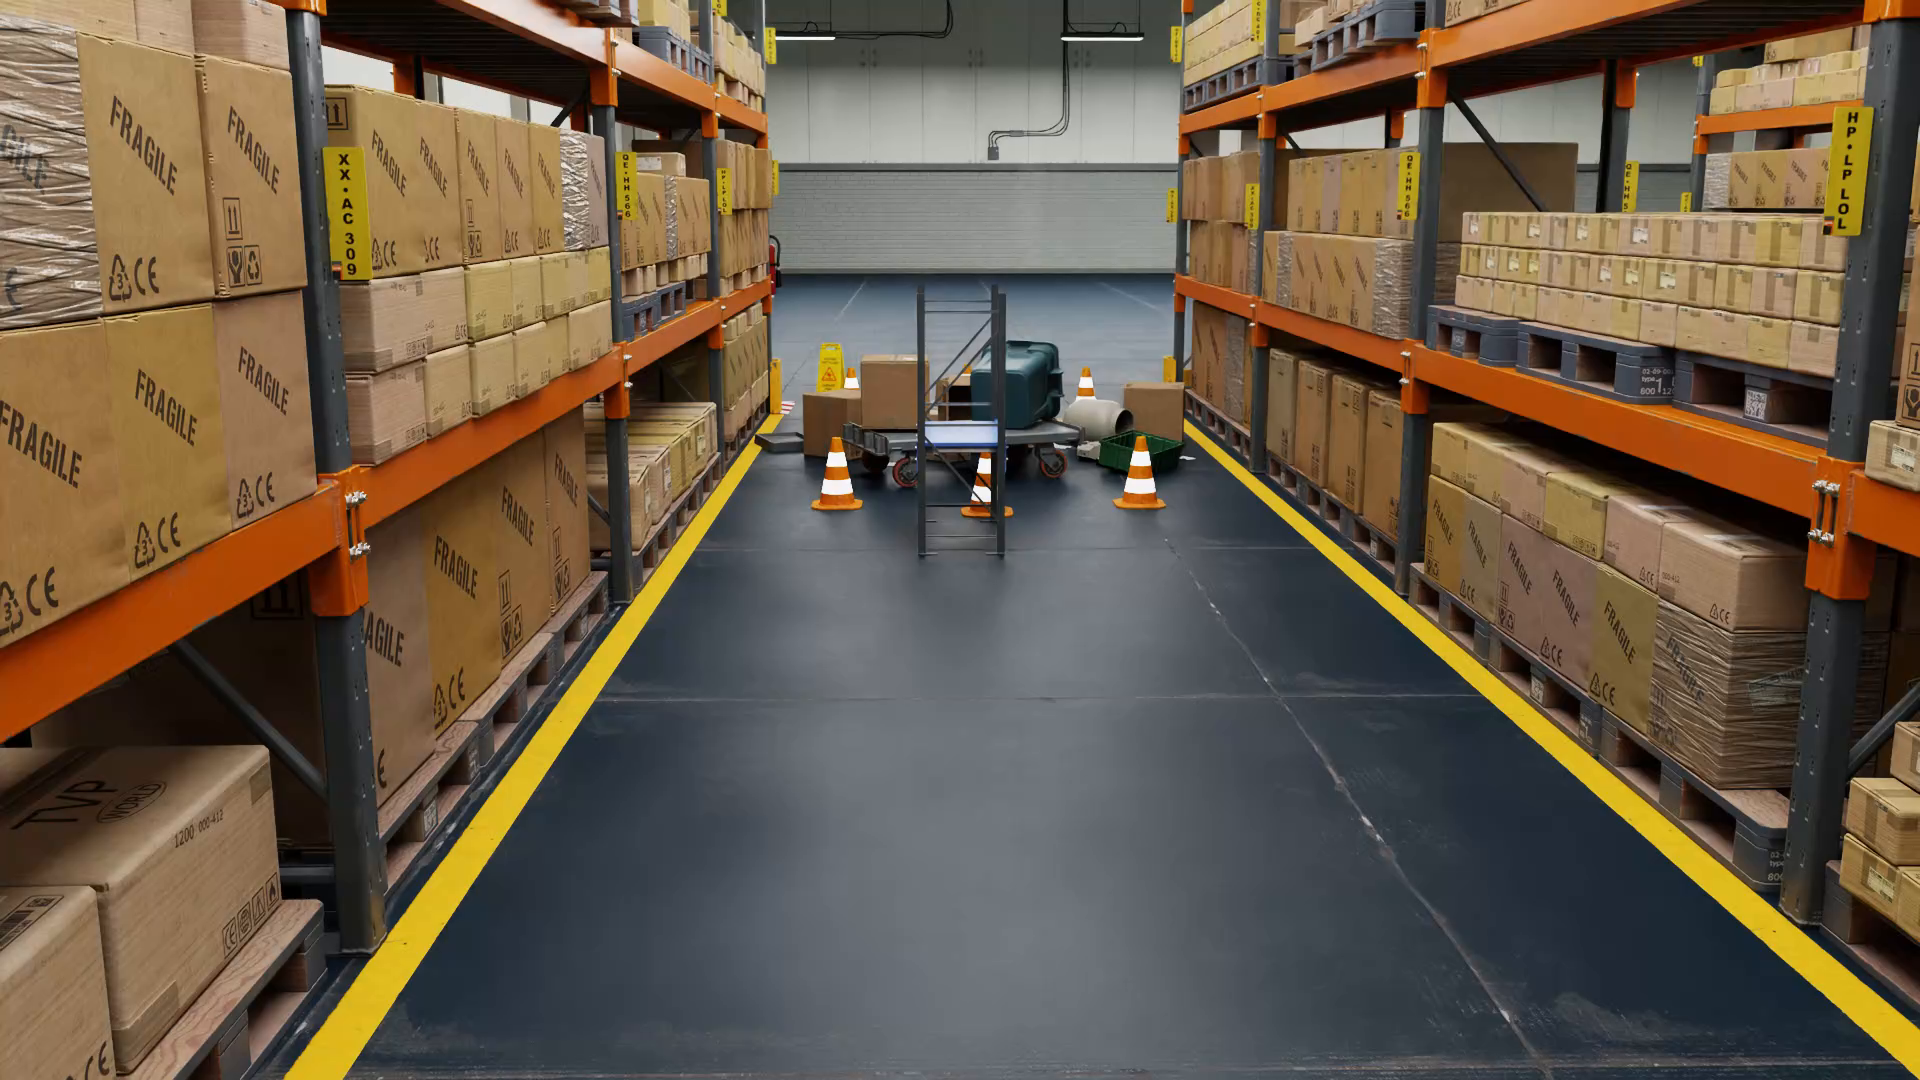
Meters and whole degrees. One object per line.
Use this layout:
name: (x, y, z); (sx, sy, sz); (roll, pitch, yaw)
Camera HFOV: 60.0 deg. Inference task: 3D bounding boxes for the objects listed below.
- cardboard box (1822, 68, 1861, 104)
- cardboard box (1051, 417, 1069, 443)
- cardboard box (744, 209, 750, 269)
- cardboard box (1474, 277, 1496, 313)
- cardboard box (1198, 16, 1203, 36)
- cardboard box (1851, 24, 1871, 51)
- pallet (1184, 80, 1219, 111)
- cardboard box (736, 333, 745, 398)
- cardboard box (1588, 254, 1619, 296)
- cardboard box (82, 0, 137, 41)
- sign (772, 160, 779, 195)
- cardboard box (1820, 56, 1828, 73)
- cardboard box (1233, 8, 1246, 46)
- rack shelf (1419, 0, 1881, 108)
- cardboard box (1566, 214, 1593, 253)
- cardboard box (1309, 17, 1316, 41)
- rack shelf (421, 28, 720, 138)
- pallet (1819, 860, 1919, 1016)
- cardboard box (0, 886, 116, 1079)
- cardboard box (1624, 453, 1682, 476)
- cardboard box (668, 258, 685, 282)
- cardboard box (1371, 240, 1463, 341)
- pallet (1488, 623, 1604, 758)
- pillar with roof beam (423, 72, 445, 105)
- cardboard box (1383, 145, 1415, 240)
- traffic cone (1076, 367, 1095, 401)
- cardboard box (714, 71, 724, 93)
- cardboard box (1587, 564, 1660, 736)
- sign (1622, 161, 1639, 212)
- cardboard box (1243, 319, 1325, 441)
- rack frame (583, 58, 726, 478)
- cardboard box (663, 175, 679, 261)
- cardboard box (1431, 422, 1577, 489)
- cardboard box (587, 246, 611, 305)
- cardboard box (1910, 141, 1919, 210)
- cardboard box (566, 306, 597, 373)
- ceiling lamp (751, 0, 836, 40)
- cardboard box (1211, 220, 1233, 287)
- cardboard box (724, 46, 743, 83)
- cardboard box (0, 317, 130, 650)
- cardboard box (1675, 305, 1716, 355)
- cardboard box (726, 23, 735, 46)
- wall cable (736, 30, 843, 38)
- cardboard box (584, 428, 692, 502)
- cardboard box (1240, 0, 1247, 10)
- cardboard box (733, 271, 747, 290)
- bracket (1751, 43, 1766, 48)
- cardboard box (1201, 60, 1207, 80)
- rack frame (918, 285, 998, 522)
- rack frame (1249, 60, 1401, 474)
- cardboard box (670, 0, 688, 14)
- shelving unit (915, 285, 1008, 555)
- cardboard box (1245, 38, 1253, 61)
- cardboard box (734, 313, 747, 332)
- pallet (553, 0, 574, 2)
cardboard box: (7.368, -3.674, 13.456); (0.500, 0.250, 0.500); (0, 11, -2)
cardboard box: (0.817, -0.976, 14.204); (0.396, 0.266, 0.258); (2, 12, 9)
cardboard box: (-2.045, -2.525, 13.962); (0.500, 0.500, 0.500); (0, 11, 0)
cardboard box: (2.589, -1.127, 7.644); (0.380, 0.149, 0.250); (0, 11, 2)
cardboard box: (2.314, -4.551, 14.723); (0.380, 0.149, 0.250); (0, 11, -1)
cardboard box: (7.857, -4.380, 14.305); (0.500, 0.500, 0.500); (0, 11, -1)
pallet: (2.637, -4.057, 15.189); (1.003, 0.211, 1.213); (0, 11, -1)
cardboard box: (-2.018, -1.392, 13.351); (0.500, 0.500, 0.500); (0, 11, 1)
cardboard box: (2.623, -1.009, 6.316); (0.380, 0.149, 0.250); (0, 11, 1)
cardboard box: (-1.871, -1.046, 3.273); (0.380, 0.149, 0.250); (0, 11, -1)
sign: (-1.781, -3.458, 15.850); (0.100, 0.325, 0.005); (0, 11, -1)
cardboard box: (7.409, -3.954, 13.834); (0.380, 0.149, 0.250); (-1, 11, -3)
cardboard box: (2.417, -3.977, 12.893); (0.500, 0.250, 0.500); (0, 11, -1)
rack shelf: (2.818, -1.907, 6.180); (1.077, 0.370, 4.000); (0, 11, -1)
cardboard box: (2.621, -1.207, 6.546); (0.380, 0.149, 0.250); (0, 11, 1)
cardboard box: (2.467, -3.377, 10.939); (0.250, 0.149, 0.380); (0, 11, -1)
rack shelf: (-2.212, -2.662, 9.900); (1.077, 0.370, 4.000); (0, 11, -1)
pallet: (2.908, 1.108, 4.067); (1.003, 0.211, 1.213); (0, 11, -1)
cardboard box: (-2.163, 1.002, 2.966); (0.875, 0.438, 0.875); (-1, 11, -3)
cardboard box: (3.069, -0.199, 6.840); (0.500, 0.250, 0.500); (0, 11, 0)
cardboard box: (-1.960, -1.720, 10.571); (0.380, 0.149, 0.250); (0, 11, -1)
cardboard box: (2.498, -1.325, 8.792); (0.500, 0.500, 0.500); (0, 11, -1)
pallet: (2.813, 0.577, 6.685); (1.003, 0.211, 1.213); (0, 11, -1)
pillar with roof beam: (-4.129, -7.917, 26.449); (9.100, 9.000, 0.400); (0, 11, -1)
cardboard box: (2.765, -1.916, 9.192); (0.700, 0.500, 0.500); (0, 11, -2)
traffic cone: (1.202, -1.423, 15.908); (0.336, 0.463, 0.334); (0, 11, -1)
cardboard box: (-1.961, -3.404, 12.381); (0.380, 0.149, 0.250); (0, 11, -1)
cardboard box: (2.582, 0.379, 5.876); (0.500, 0.500, 0.500); (-1, 11, -2)
sign: (3.319, -1.720, 8.279); (0.100, 0.325, 0.005); (0, 11, -1)
cardboard box: (2.751, -1.272, 13.072); (0.875, 0.875, 0.875); (0, 11, 0)
rack frame: (-2.253, -1.942, 12.086); (1.000, 3.000, 0.127); (0, 11, -1)
cardboard box: (-1.987, -1.946, 10.052); (0.500, 0.500, 0.500); (-1, 11, -3)
cardboard box: (2.548, -0.397, 7.818); (0.500, 0.250, 0.500); (-1, 11, -4)
cardboard box: (-1.907, -1.223, 7.662); (0.500, 0.250, 0.500); (0, 11, -1)
cardboard box: (7.370, -2.756, 12.583); (0.500, 0.500, 0.500); (0, 11, -1)
cardboard box: (-1.874, -0.872, 7.191); (0.500, 0.250, 0.500); (0, 11, 0)
ceiling lamp: (-3.977, -13.589, 39.729); (2.000, 3.185, 0.800); (0, 11, -1)
cardboard box: (2.635, -2.451, 14.219); (0.875, 0.550, 0.500); (0, 11, -1)
cardboard box: (-2.006, -3.775, 13.206); (0.500, 0.250, 0.500); (0, 11, -1)
cardboard box: (-1.782, -0.107, 2.792); (0.500, 0.500, 0.500); (0, 11, -2)
cardboard box: (2.639, -0.704, 5.559); (0.380, 0.149, 0.250); (-1, 11, -4)
cardboard box: (-1.943, -3.900, 12.820); (0.380, 0.149, 0.250); (0, 11, -2)
wall cable: (-4.839, -13.033, 46.774); (3.097, 2.526, 0.112); (0, 11, -1)
cardboard box: (-2.206, -0.474, 10.406); (0.950, 0.372, 0.625); (0, 11, 1)
cardboard box: (2.358, -4.146, 12.727); (0.380, 0.149, 0.250); (0, 11, -1)
cardboard box: (-1.956, -2.137, 13.680); (0.380, 0.149, 0.250); (0, 11, -1)
bracket: (22.288, -13.805, 46.422); (0.076, 0.066, 3.189); (0, 11, -1)
cardboard box: (2.319, -4.109, 14.548); (0.380, 0.149, 0.250); (0, 11, -1)
rack frame: (-0.012, -0.853, 10.492); (0.500, 1.500, 0.032); (0, 11, -1)
rack frame: (2.694, -1.982, 12.285); (1.000, 3.000, 0.127); (0, 11, -1)
cardboard box: (-2.114, -3.674, 11.146); (0.500, 0.250, 0.500); (0, 11, 0)
shelving unit: (-0.002, -0.752, 9.994); (0.538, 1.500, 1.048); (0, 11, -1)
cardboard box: (2.361, -3.705, 12.558); (0.380, 0.149, 0.250); (0, 11, 0)
cardboard box: (-1.959, -1.785, 13.653); (0.380, 0.149, 0.250); (0, 11, 2)
pallet: (-2.078, -2.174, 6.162); (1.003, 0.211, 1.213); (0, 11, 1)
